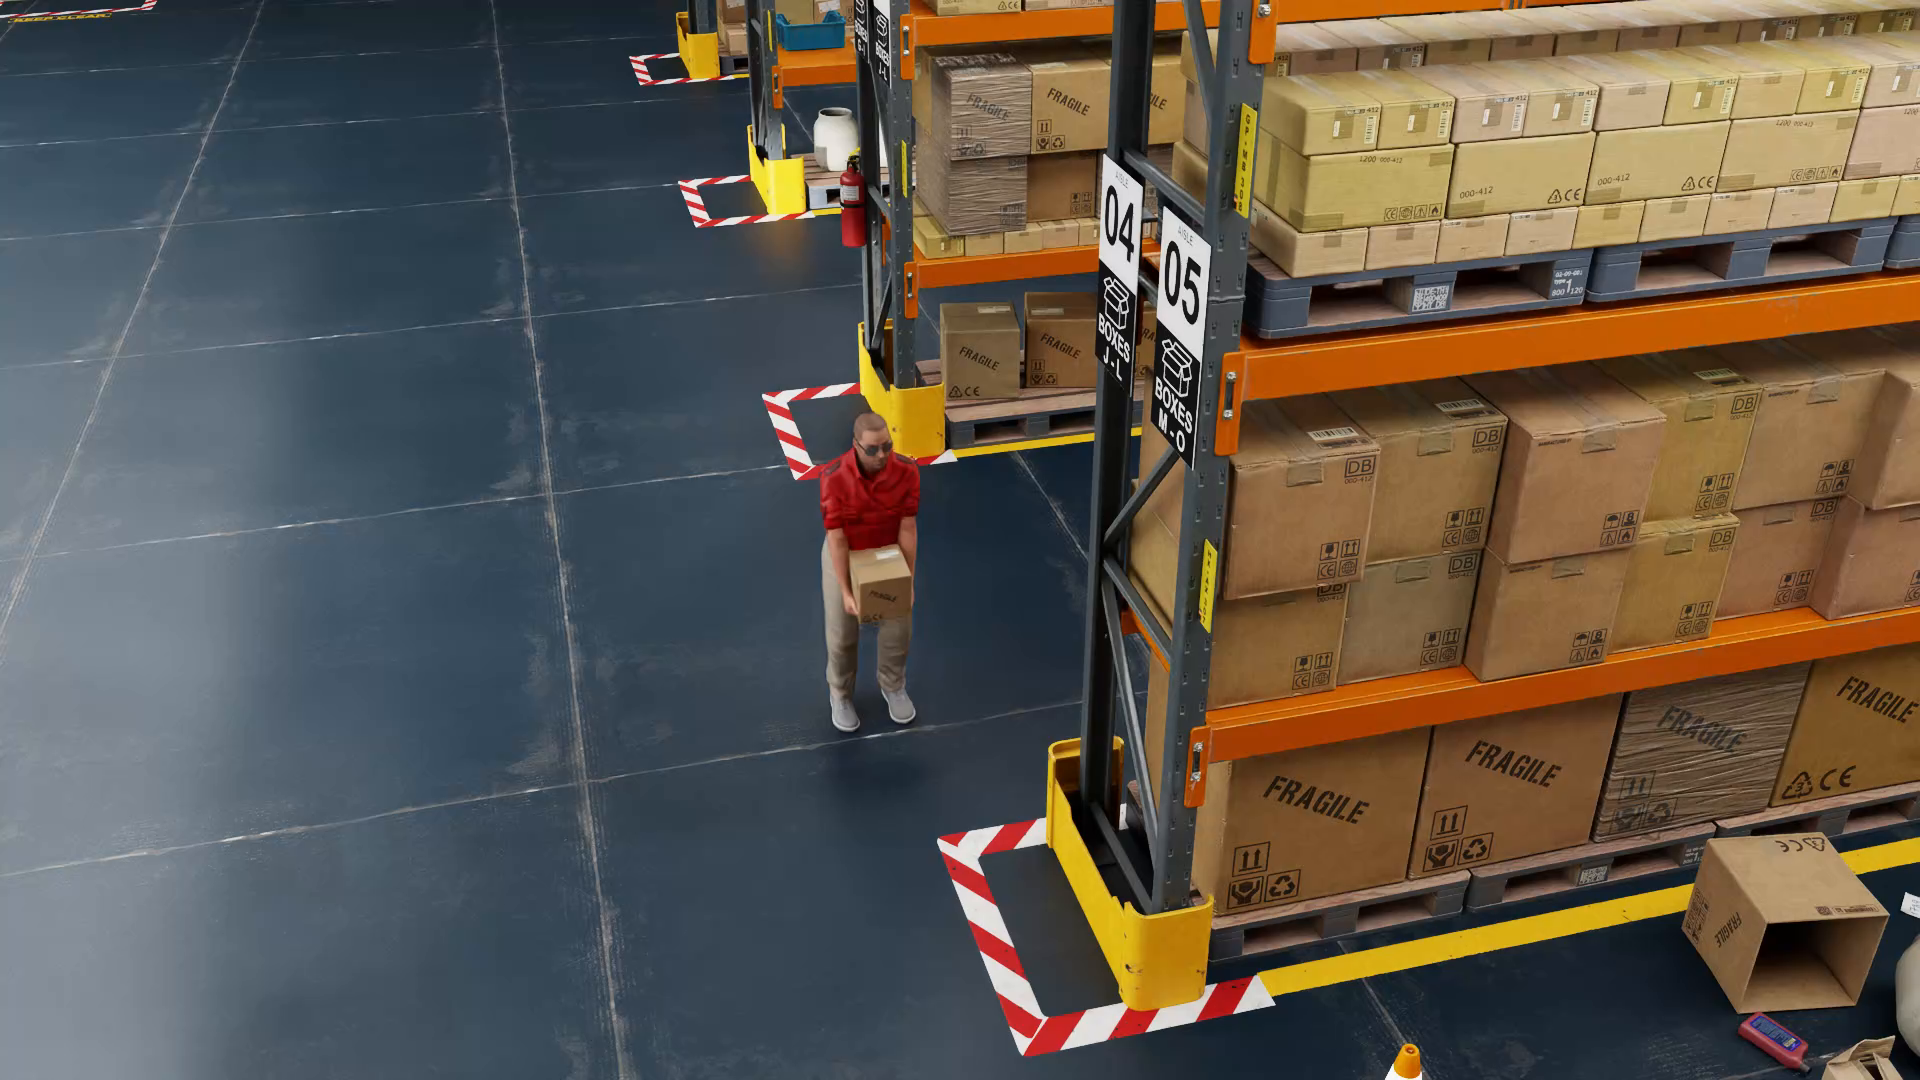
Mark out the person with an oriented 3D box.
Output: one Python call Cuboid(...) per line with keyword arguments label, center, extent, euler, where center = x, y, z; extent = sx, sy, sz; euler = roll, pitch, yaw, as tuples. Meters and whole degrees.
Cuboid(label="person", center=(-0.440, 0.200, 8.115), extent=(0.483, 1.533, 0.404), euler=(-8, 31, -14))
